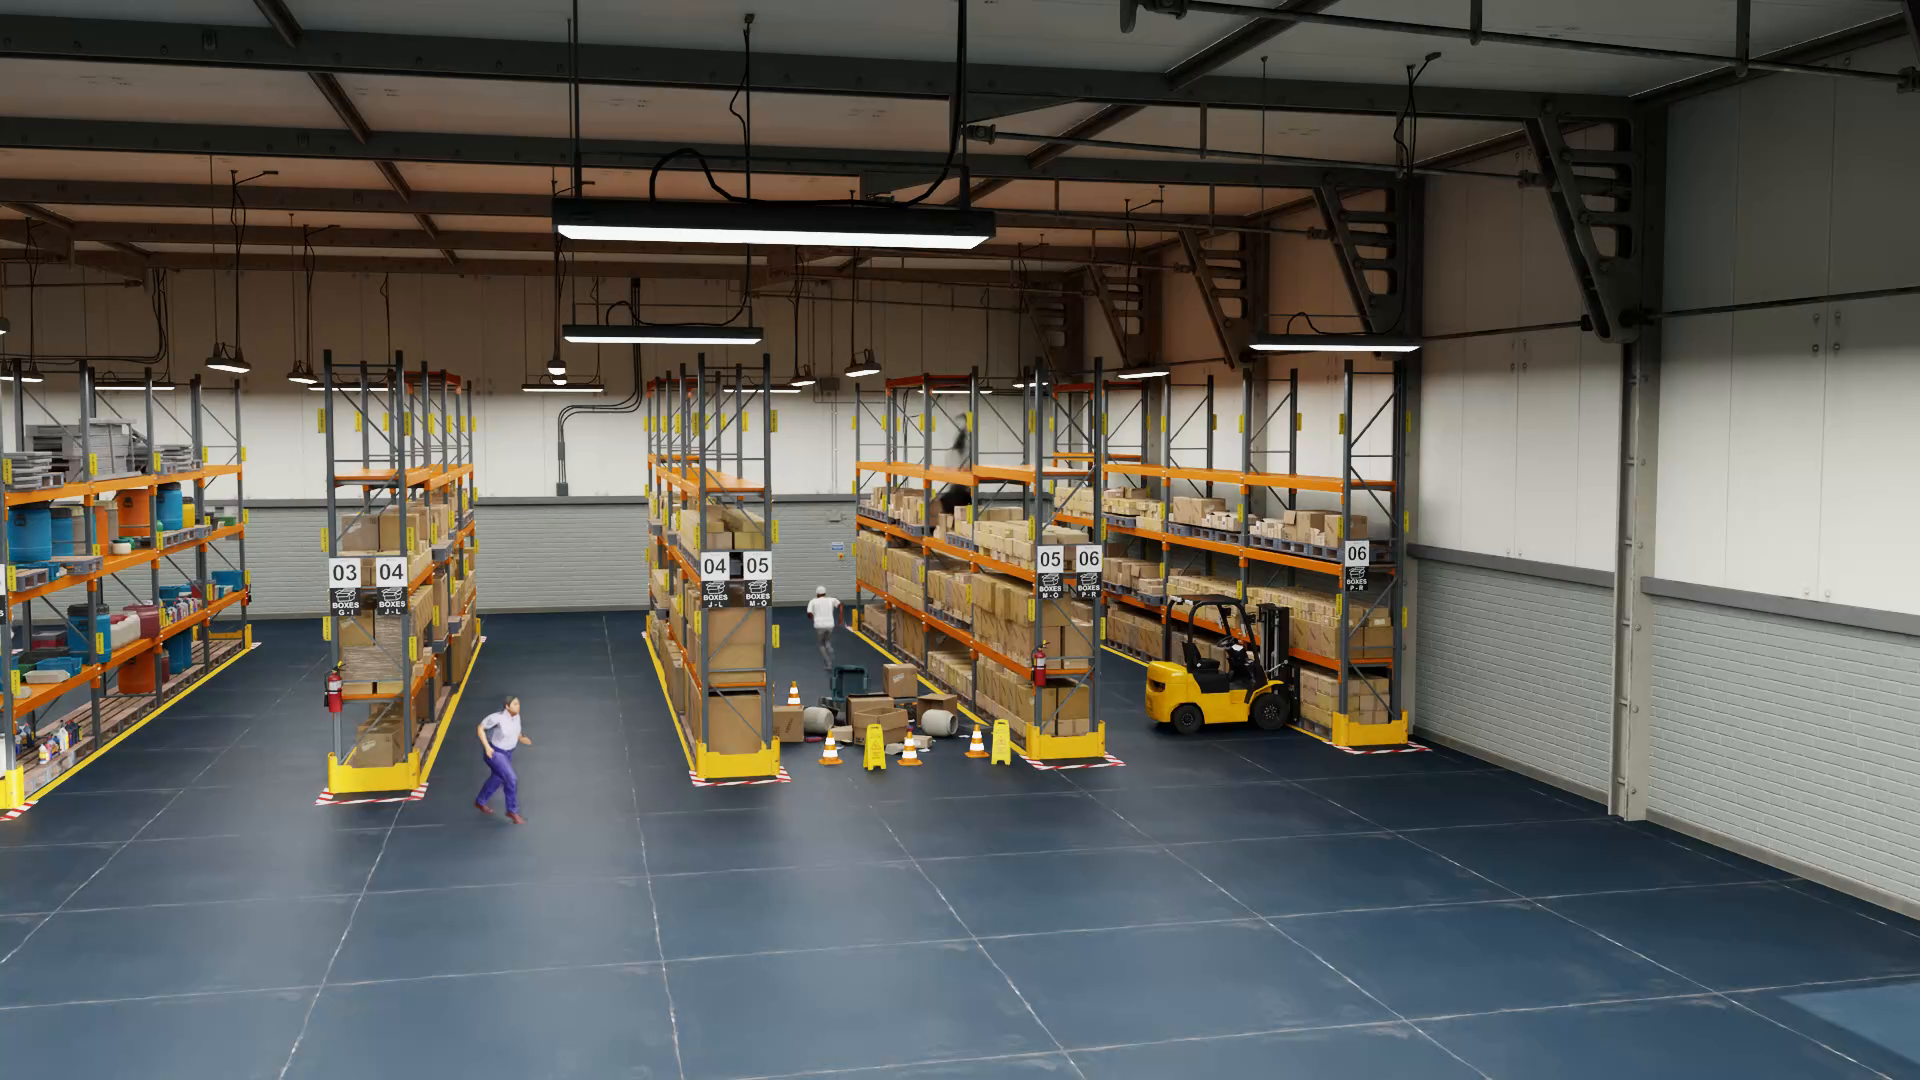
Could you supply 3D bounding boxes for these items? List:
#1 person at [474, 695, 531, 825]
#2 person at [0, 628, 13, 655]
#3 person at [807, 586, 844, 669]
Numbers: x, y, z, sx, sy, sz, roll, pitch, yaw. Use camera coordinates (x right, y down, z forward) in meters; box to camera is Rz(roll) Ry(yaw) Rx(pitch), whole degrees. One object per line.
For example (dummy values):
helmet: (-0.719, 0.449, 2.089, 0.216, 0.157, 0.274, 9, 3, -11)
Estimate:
person: (-5.833, 2.754, 20.985, 0.899, 1.646, 0.599, 2, 4, 23)
person: (-17.932, 2.034, 30.806, 0.604, 1.659, 0.531, -1, 4, -14)
person: (-2.795, 1.756, 34.149, 0.684, 1.614, 0.727, -2, 4, -26)
